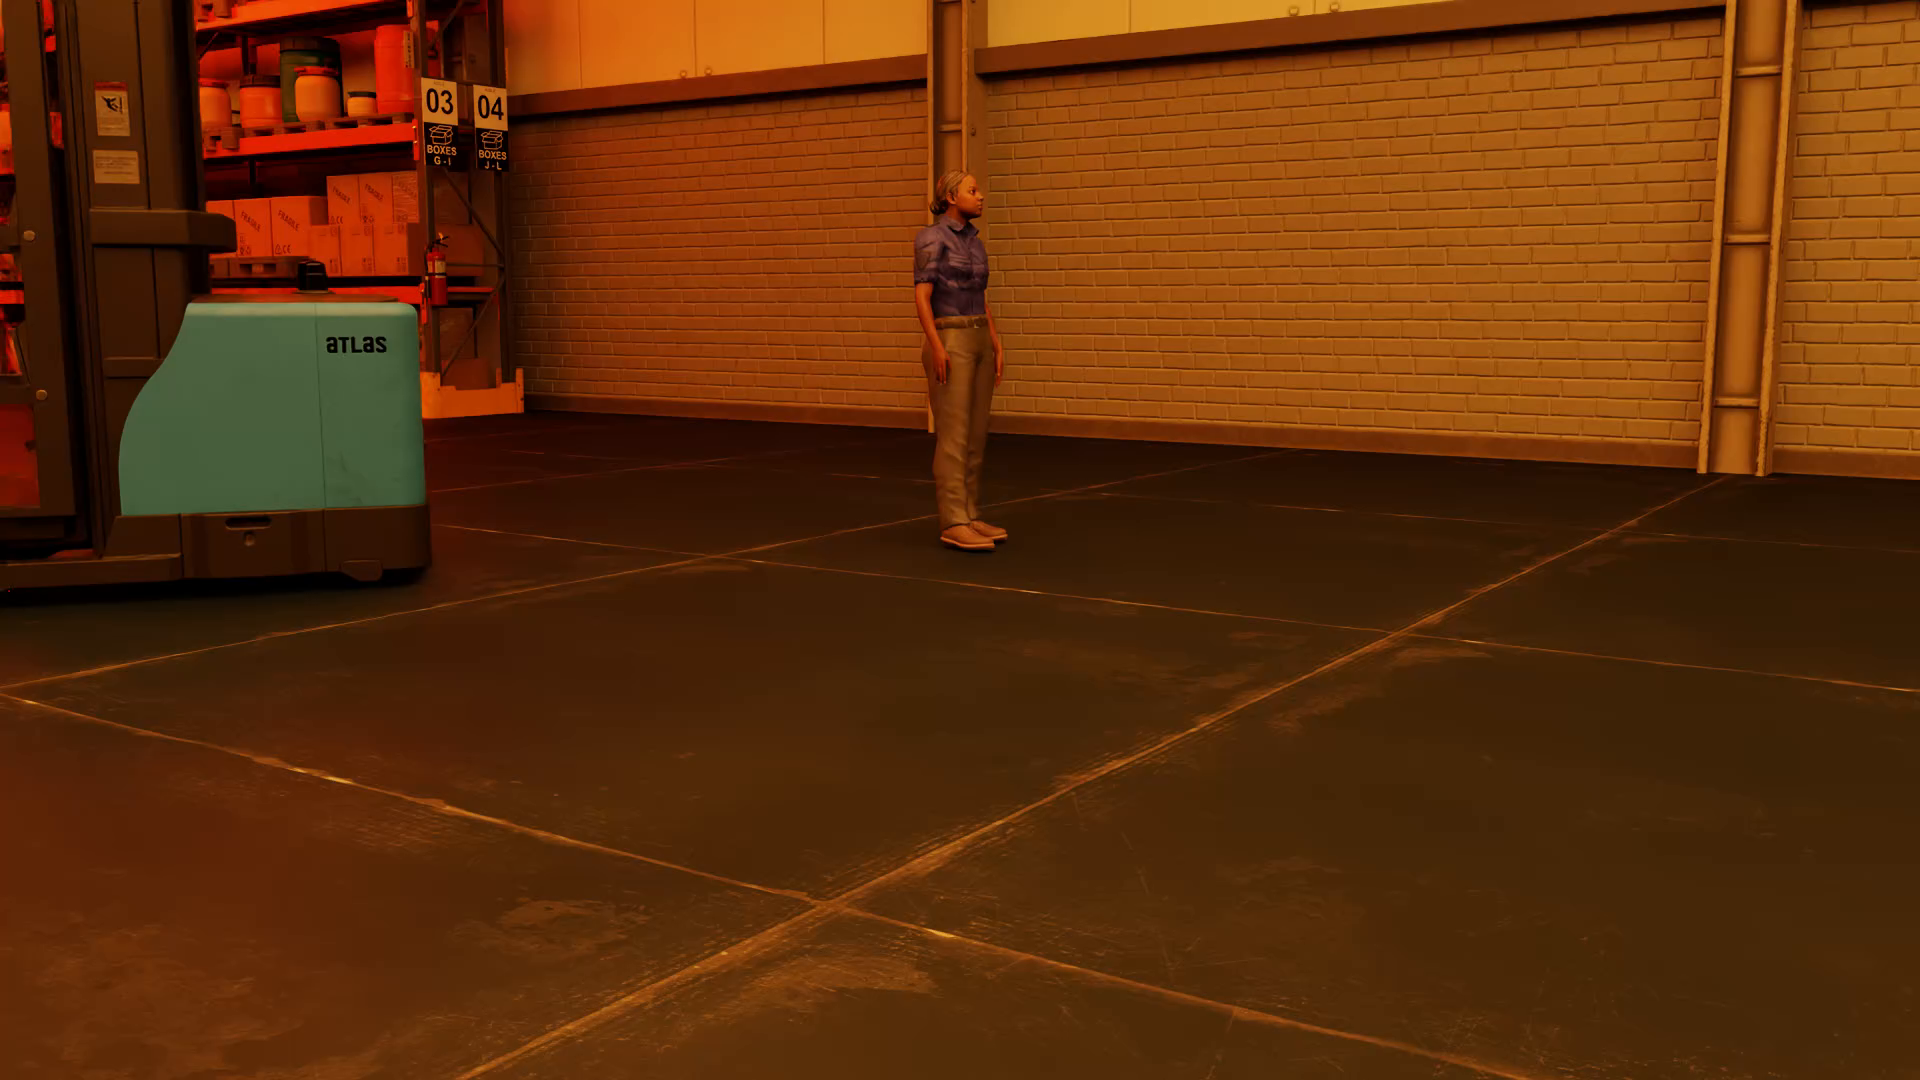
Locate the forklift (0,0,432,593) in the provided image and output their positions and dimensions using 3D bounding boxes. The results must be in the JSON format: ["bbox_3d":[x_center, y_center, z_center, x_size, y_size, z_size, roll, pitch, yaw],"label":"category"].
[{"bbox_3d":[-3.618,-1.278,6.180,3.031,2.935,1.130,-3,9,-18],"label":"forklift"}]

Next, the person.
[{"bbox_3d":[0.062,-0.817,7.422,0.503,1.656,0.570,5,10,34],"label":"person"}]
